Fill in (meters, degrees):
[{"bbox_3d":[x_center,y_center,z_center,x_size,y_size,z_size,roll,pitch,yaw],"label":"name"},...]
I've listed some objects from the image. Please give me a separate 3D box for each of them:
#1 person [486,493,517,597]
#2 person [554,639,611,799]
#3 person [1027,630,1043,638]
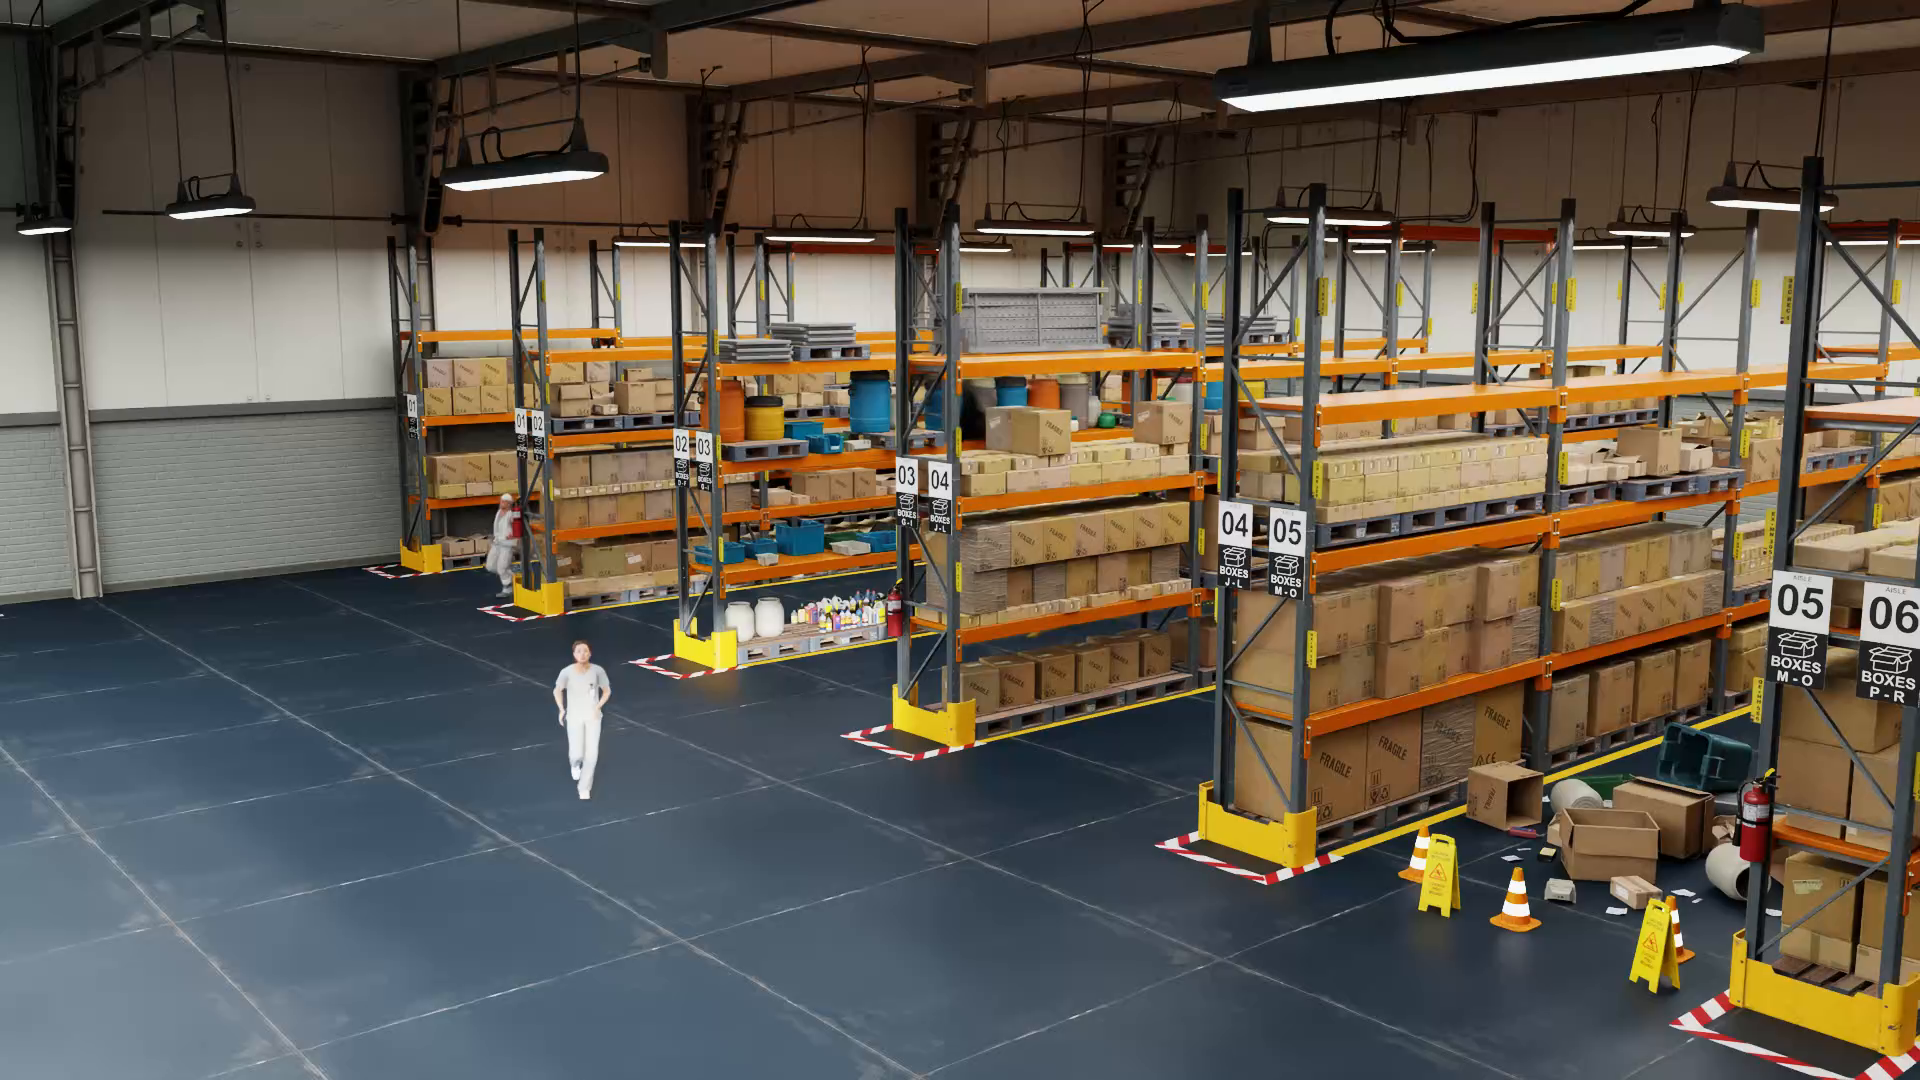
[{"bbox_3d":[-7.535,0.094,27.519,0.643,1.736,0.568,6,11,35],"label":"person"},{"bbox_3d":[-3.801,1.806,16.803,0.564,1.613,0.569,-2,9,-16],"label":"person"},{"bbox_3d":[1.125,0.466,23.188,0.705,1.756,0.598,7,11,38],"label":"person"}]
